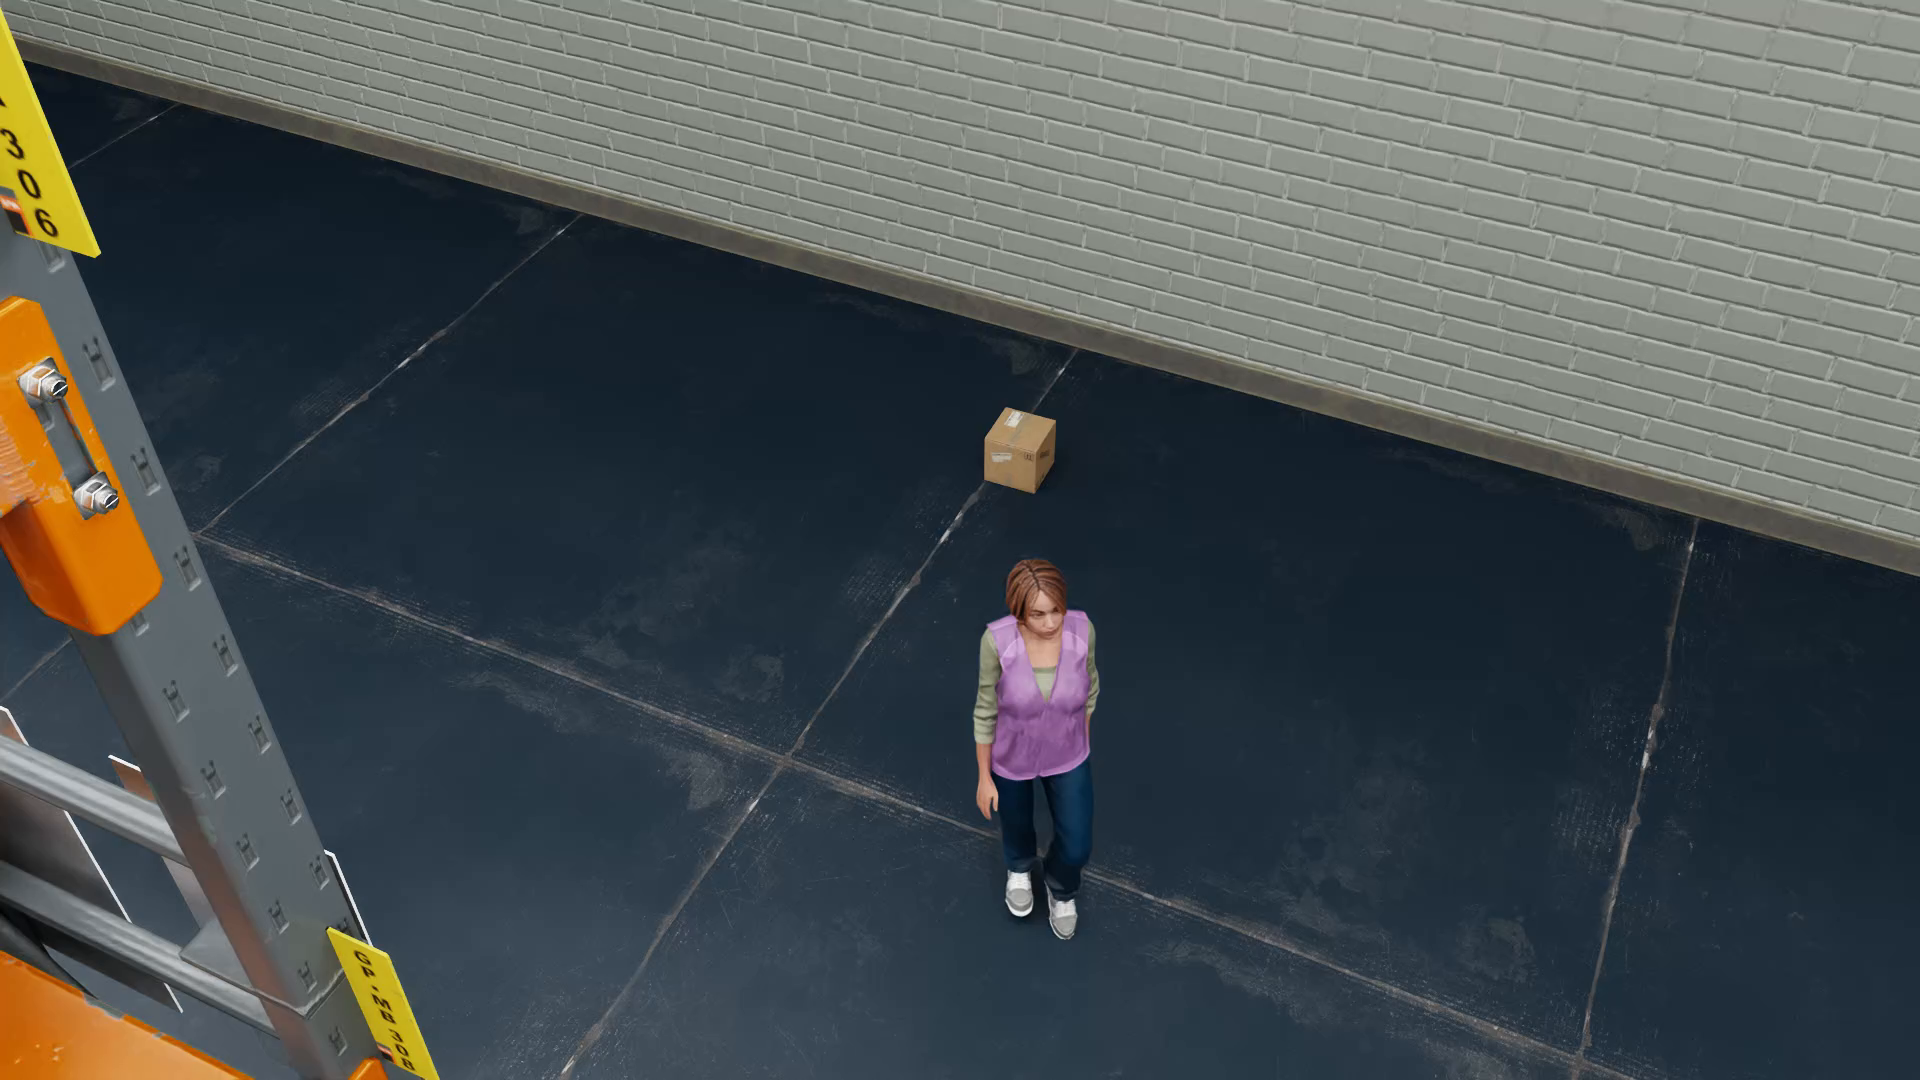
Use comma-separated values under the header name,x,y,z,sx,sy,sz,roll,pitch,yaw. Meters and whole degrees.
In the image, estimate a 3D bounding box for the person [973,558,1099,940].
name,x,y,z,sx,sy,sz,roll,pitch,yaw
person,0.247,0.721,5.377,0.415,1.628,0.451,-3,43,-3
